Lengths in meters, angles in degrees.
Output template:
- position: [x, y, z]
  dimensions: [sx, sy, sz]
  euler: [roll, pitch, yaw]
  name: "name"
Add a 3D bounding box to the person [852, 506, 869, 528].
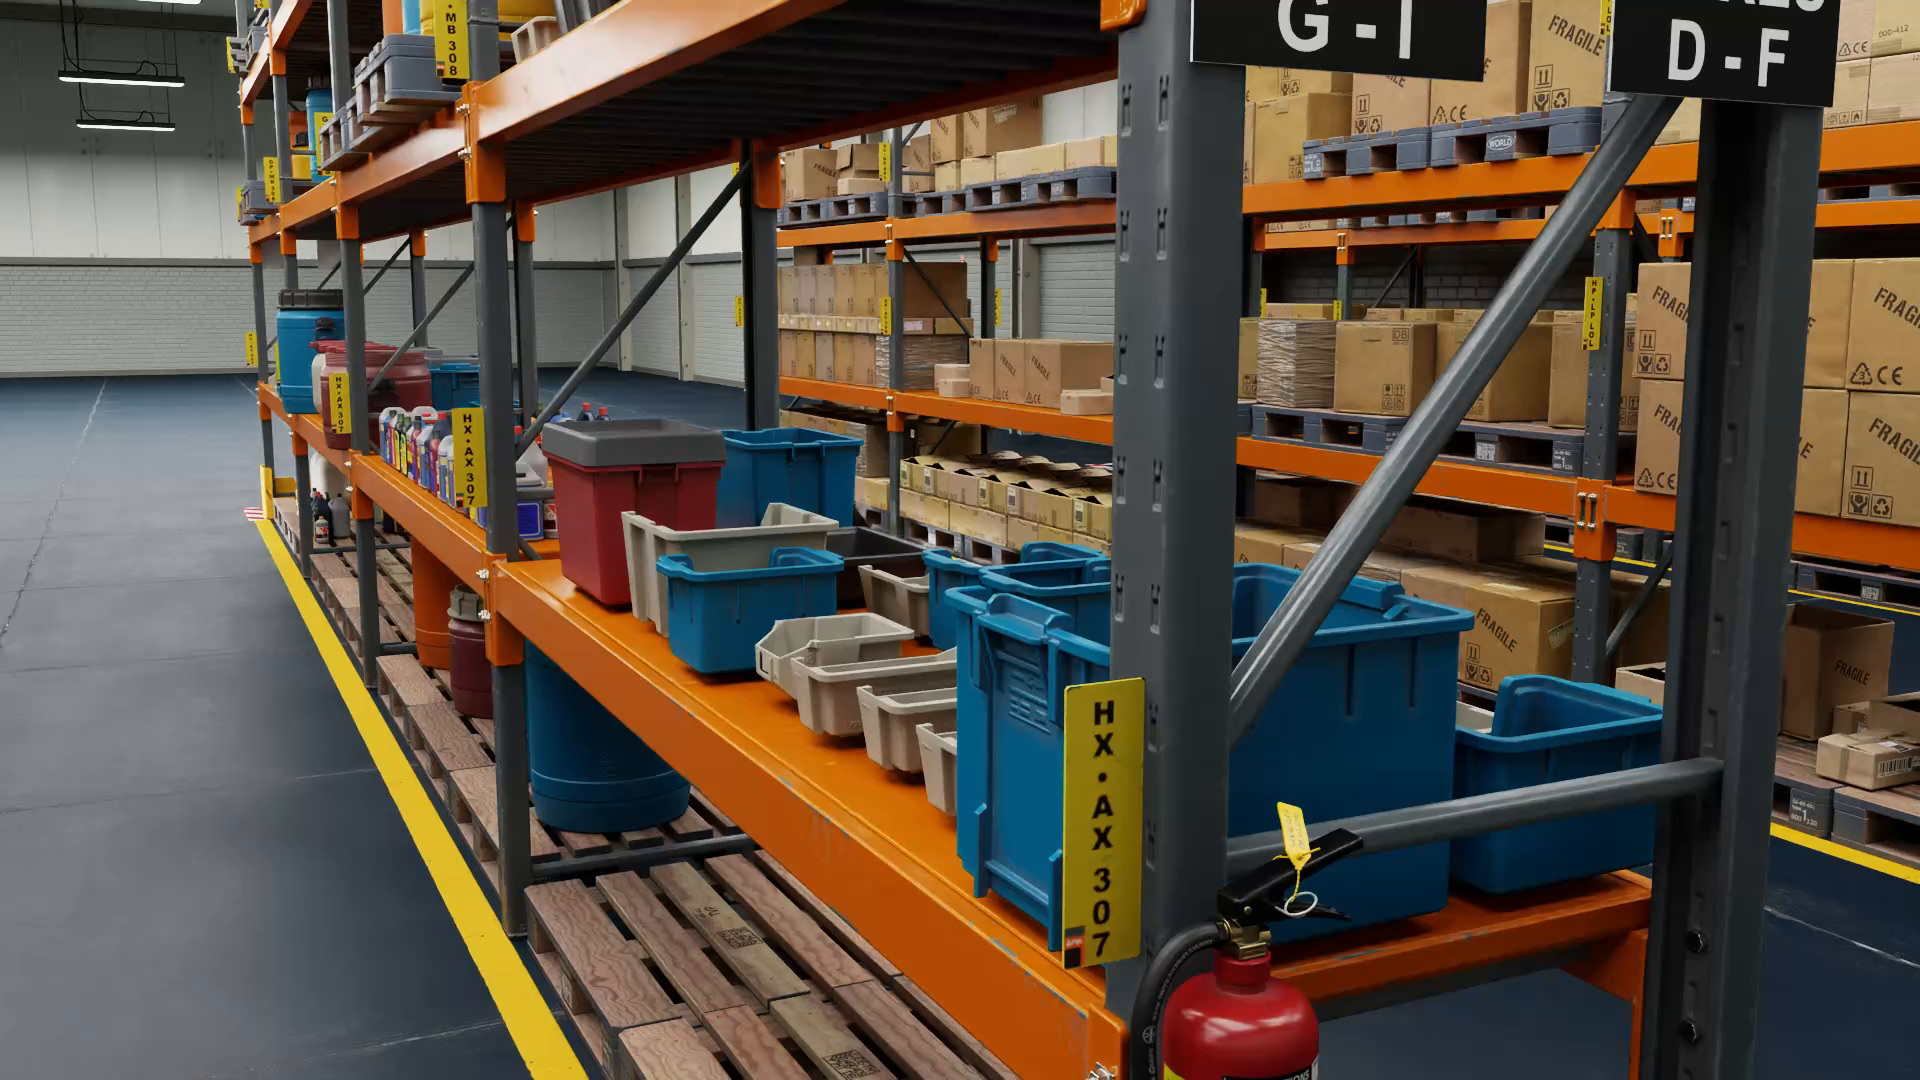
- position: [-0.874, 0.111, 9.684]
  dimensions: [0.767, 1.283, 0.588]
  euler: [-4, 9, -26]
  name: "person"
